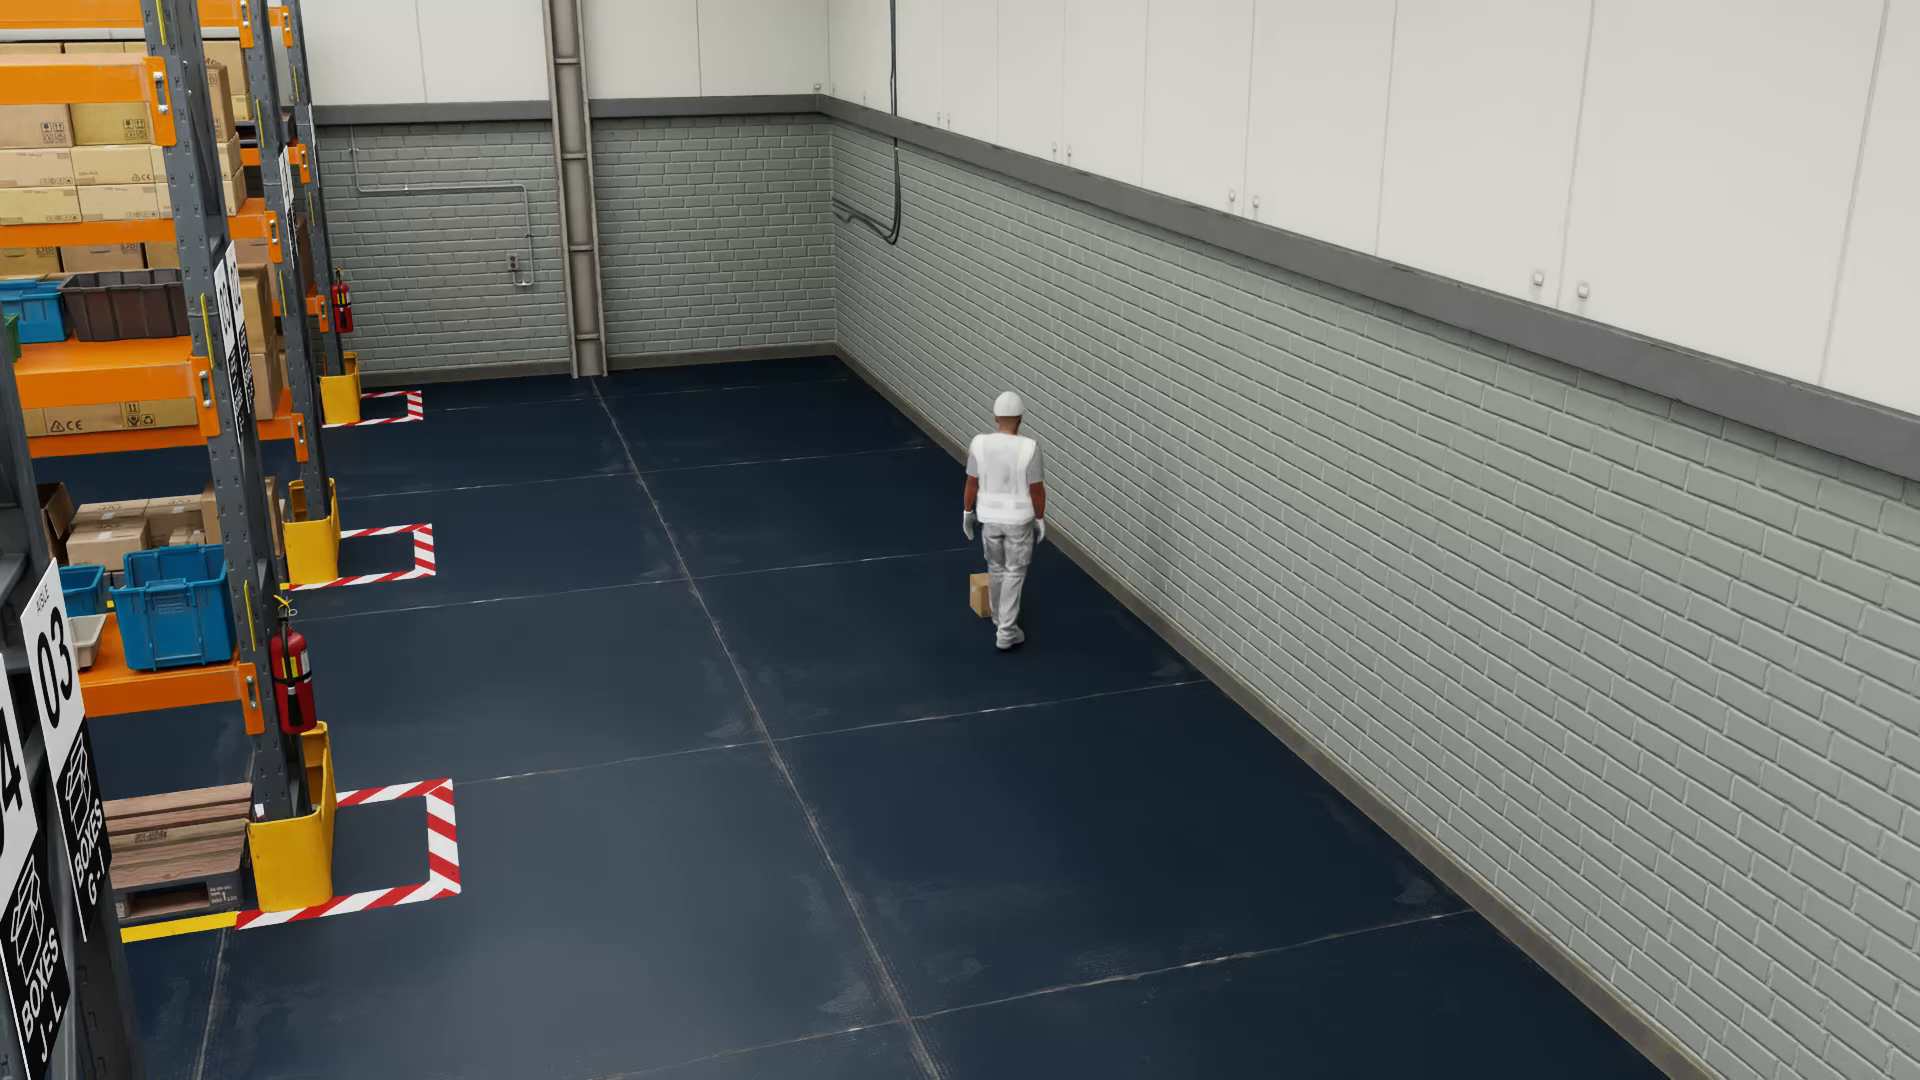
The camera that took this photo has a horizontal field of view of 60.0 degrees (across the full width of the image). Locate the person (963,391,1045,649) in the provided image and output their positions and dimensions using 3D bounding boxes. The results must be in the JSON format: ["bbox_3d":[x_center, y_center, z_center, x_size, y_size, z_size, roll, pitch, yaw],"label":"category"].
[{"bbox_3d":[0.330,-0.168,11.503,0.574,1.787,0.612,6,20,18],"label":"person"}]
